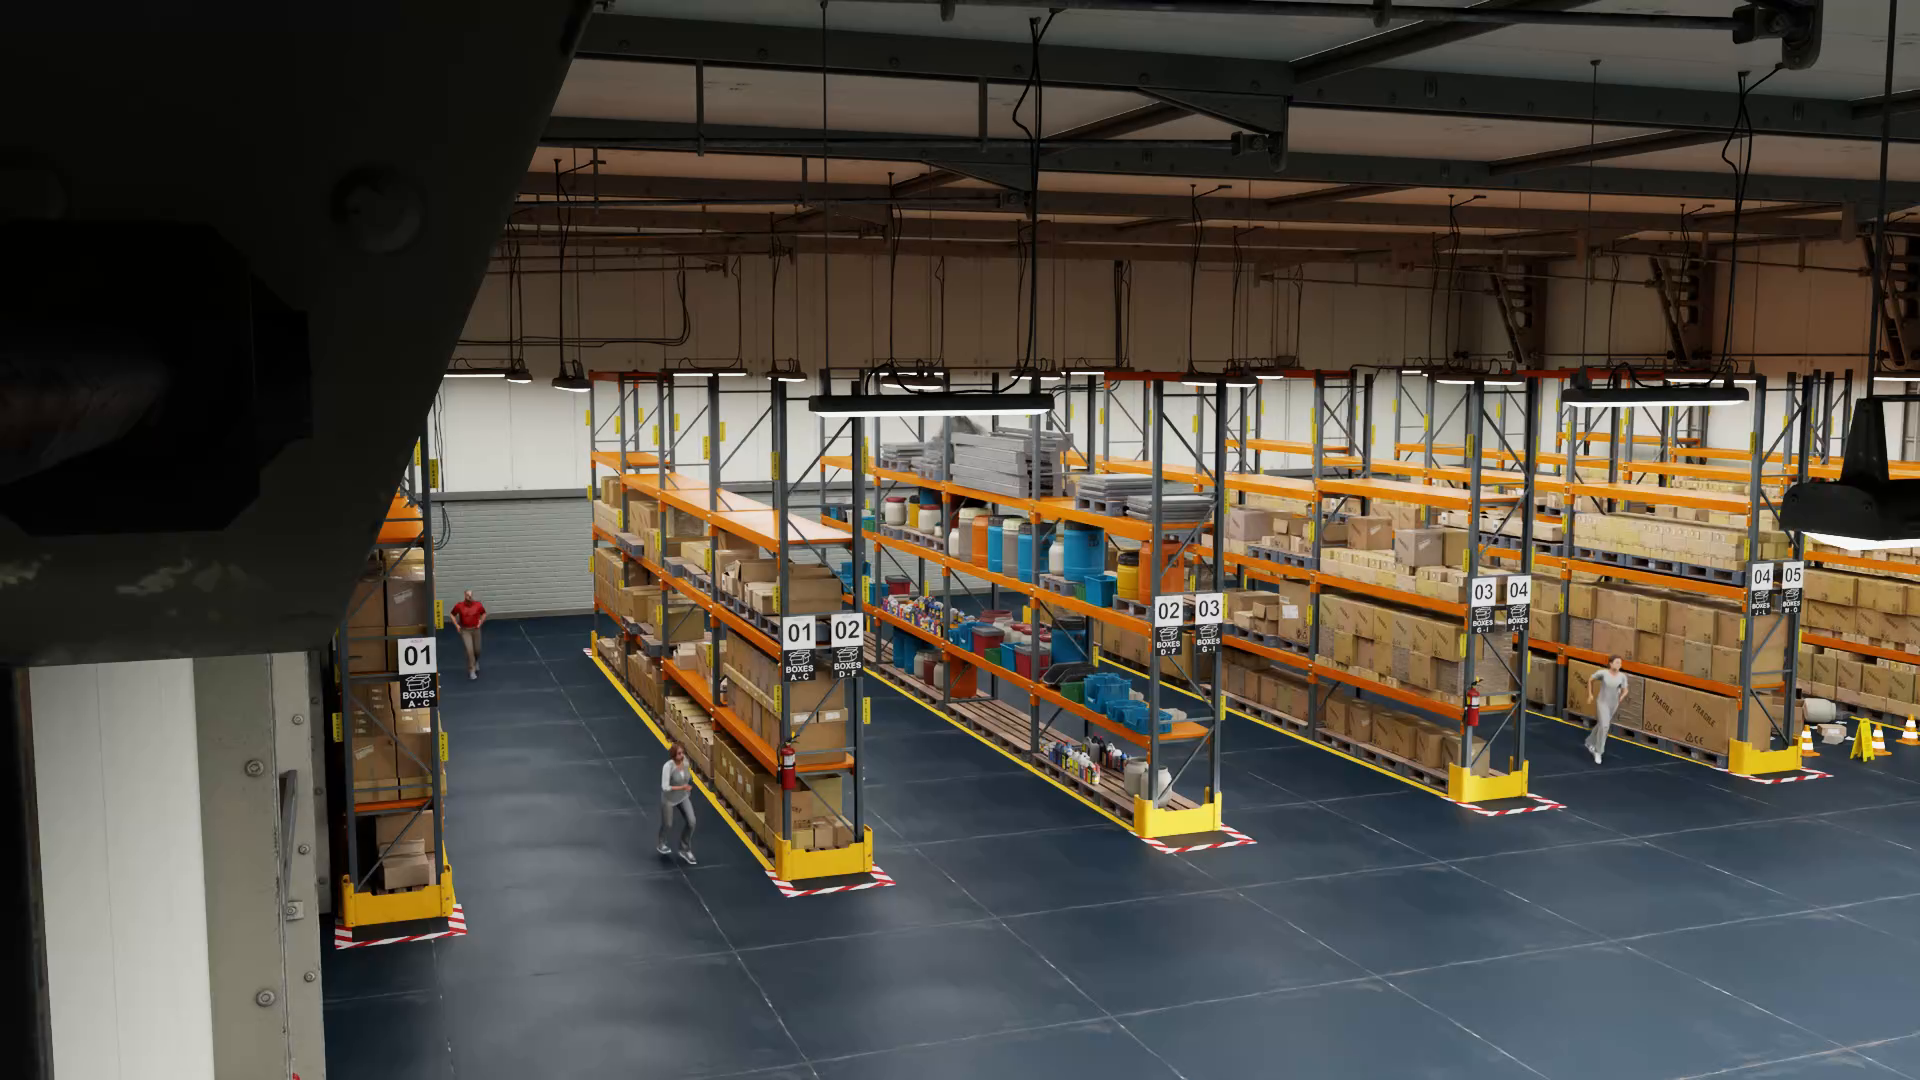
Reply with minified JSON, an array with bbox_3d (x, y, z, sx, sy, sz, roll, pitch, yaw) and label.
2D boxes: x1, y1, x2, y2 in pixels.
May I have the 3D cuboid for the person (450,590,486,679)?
[{"bbox_3d":[-9.667,1.833,32.775,0.679,1.731,0.827,-3,7,-27],"label":"person"}]

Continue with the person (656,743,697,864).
[{"bbox_3d":[-3.548,3.247,20.668,0.464,1.543,0.892,-4,8,-35],"label":"person"}]

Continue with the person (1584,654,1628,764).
[{"bbox_3d":[10.091,2.593,26.003,0.624,1.652,0.851,-1,6,-7],"label":"person"}]
